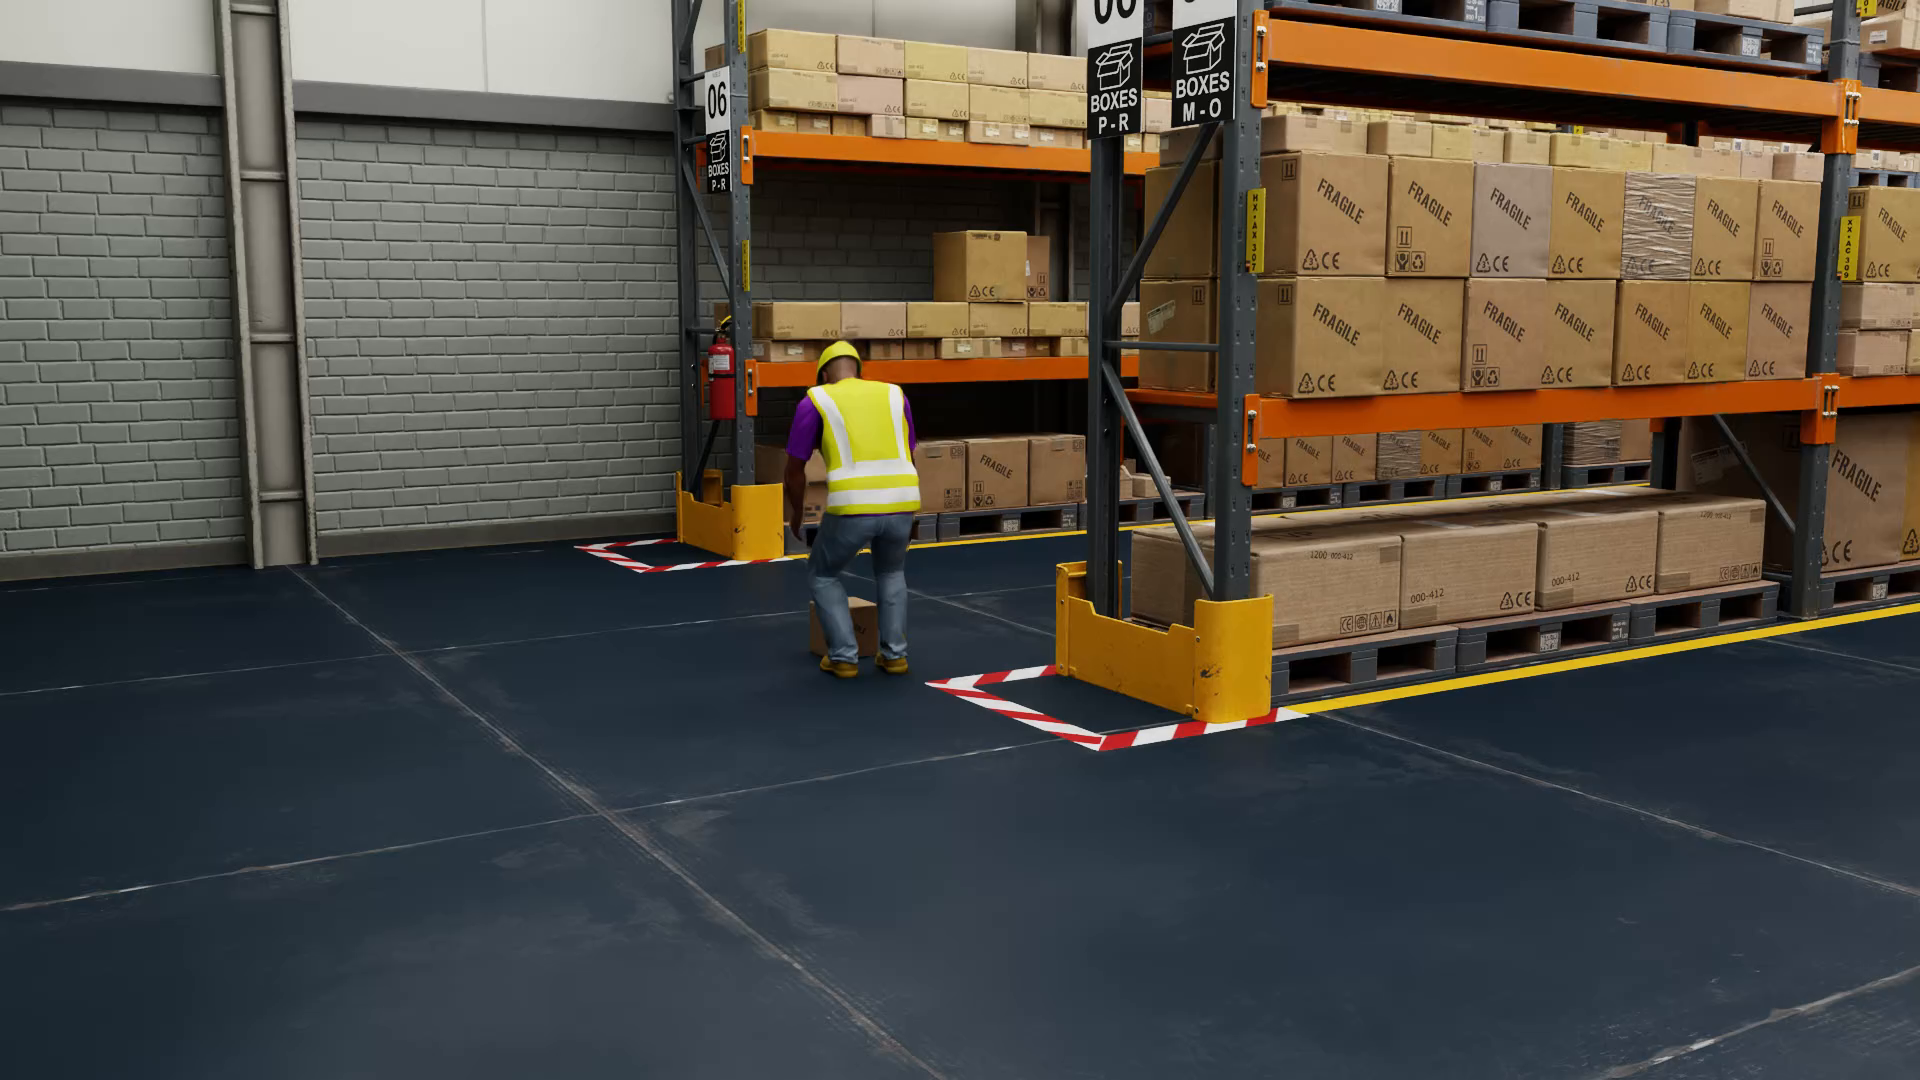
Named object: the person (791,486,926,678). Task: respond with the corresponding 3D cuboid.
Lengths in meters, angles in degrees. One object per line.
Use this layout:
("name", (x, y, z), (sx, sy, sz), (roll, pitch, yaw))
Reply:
("person", (-0.511, 0.177, 7.828), (0.514, 0.865, 0.979), (-3, 9, -22))
